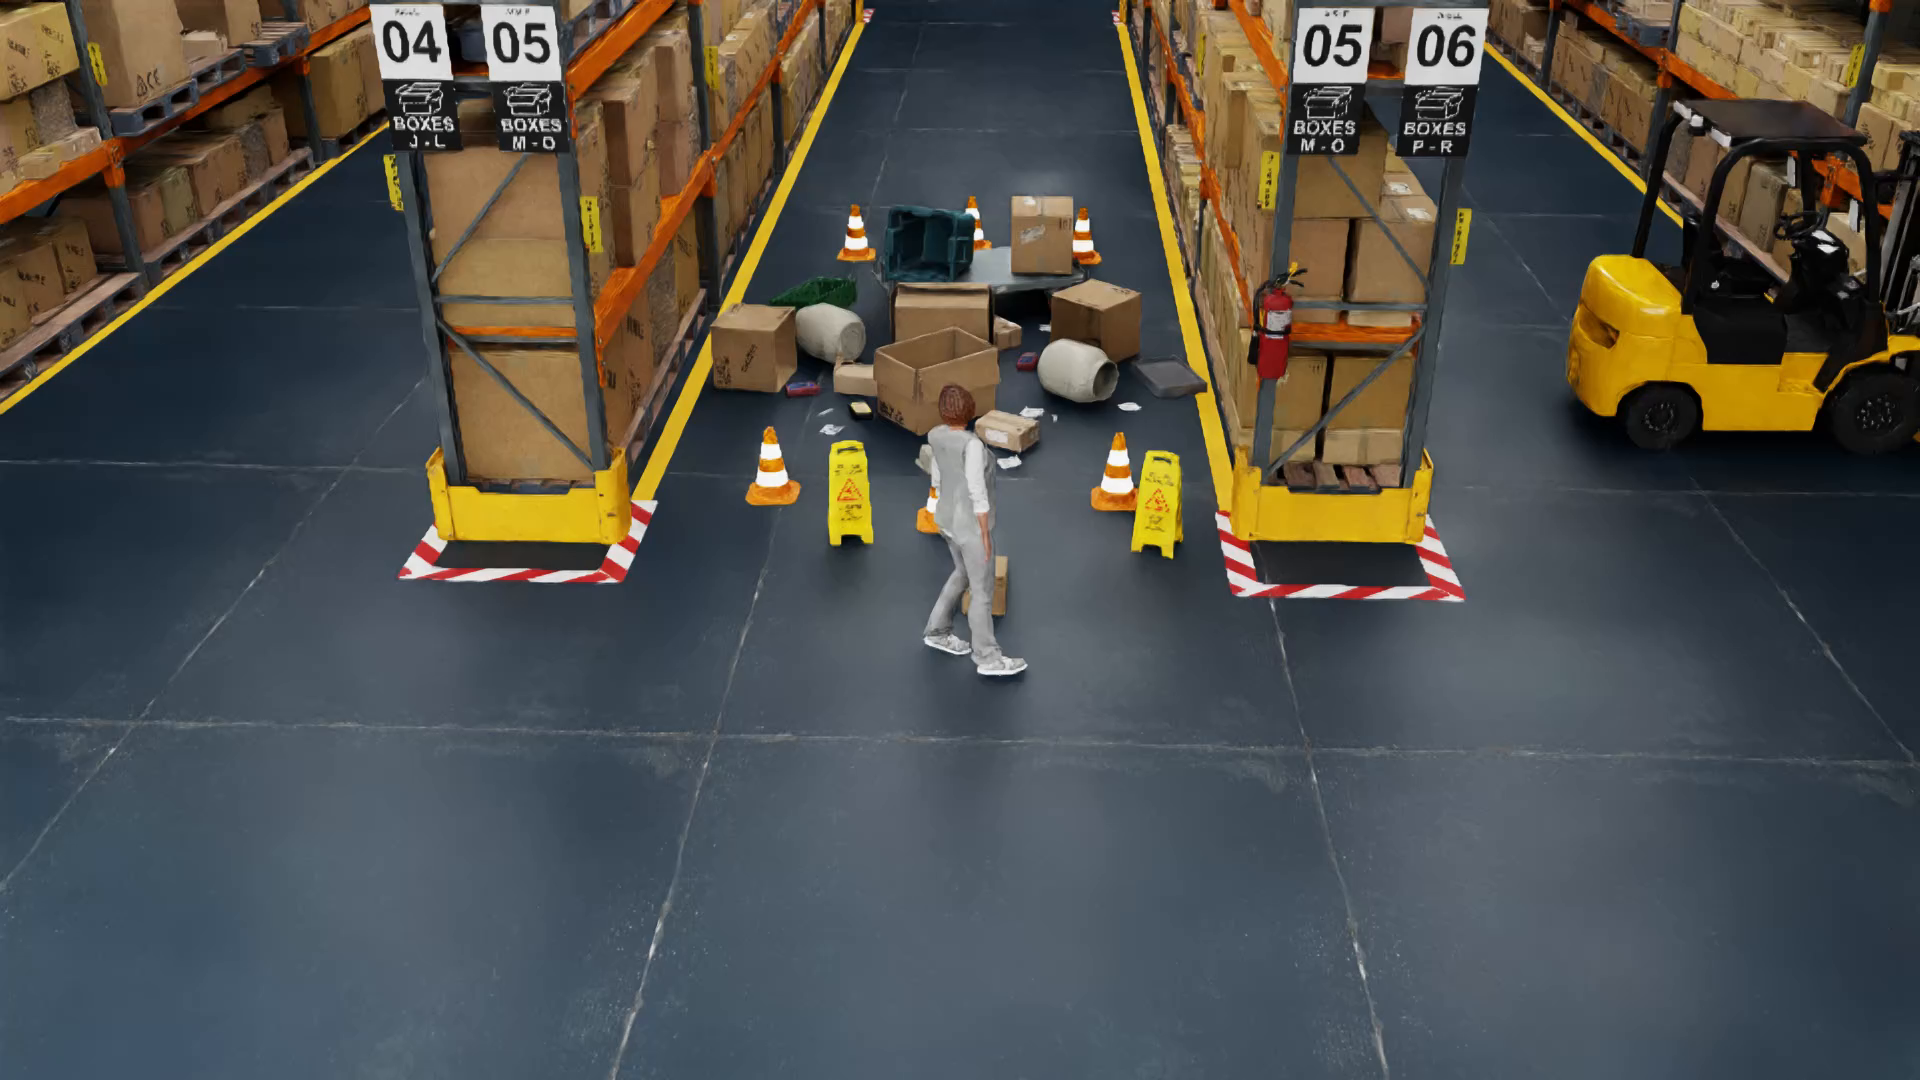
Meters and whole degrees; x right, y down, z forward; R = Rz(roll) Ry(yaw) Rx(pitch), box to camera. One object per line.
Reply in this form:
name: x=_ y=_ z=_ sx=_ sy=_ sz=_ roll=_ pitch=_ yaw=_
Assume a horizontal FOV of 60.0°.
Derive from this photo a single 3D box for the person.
person: x=0.063 y=-0.046 z=8.735 sx=0.375 sy=1.594 sz=0.573 roll=-17 pitch=33 yaw=-28
